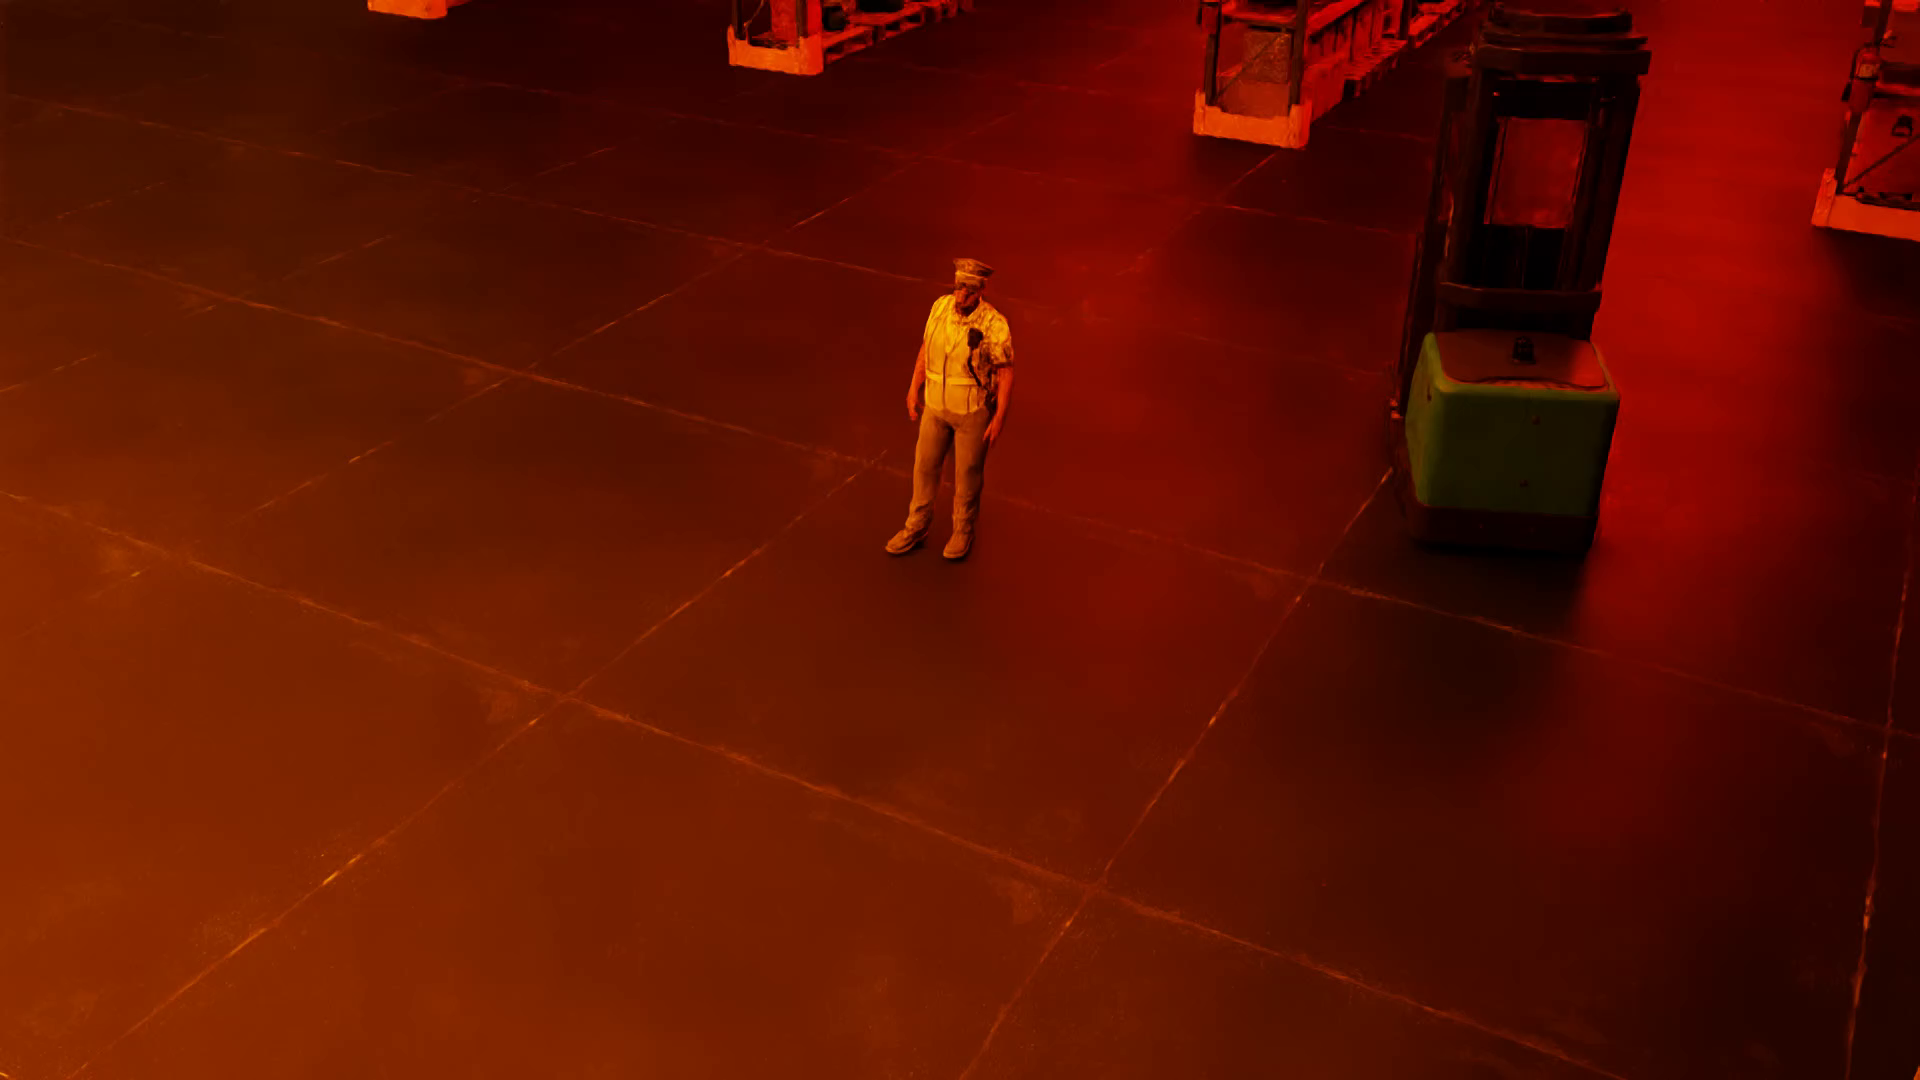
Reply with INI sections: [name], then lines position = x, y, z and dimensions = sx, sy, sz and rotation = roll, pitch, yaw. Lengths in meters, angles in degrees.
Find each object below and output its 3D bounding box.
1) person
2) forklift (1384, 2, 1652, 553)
[person]
position = -0.048, -0.746, 9.500
dimensions = 0.640, 1.778, 0.574
rotation = 15, 33, 25
[forklift]
position = 3.419, -1.910, 10.379
dimensions = 1.130, 2.935, 3.031
rotation = 4, 30, 8
